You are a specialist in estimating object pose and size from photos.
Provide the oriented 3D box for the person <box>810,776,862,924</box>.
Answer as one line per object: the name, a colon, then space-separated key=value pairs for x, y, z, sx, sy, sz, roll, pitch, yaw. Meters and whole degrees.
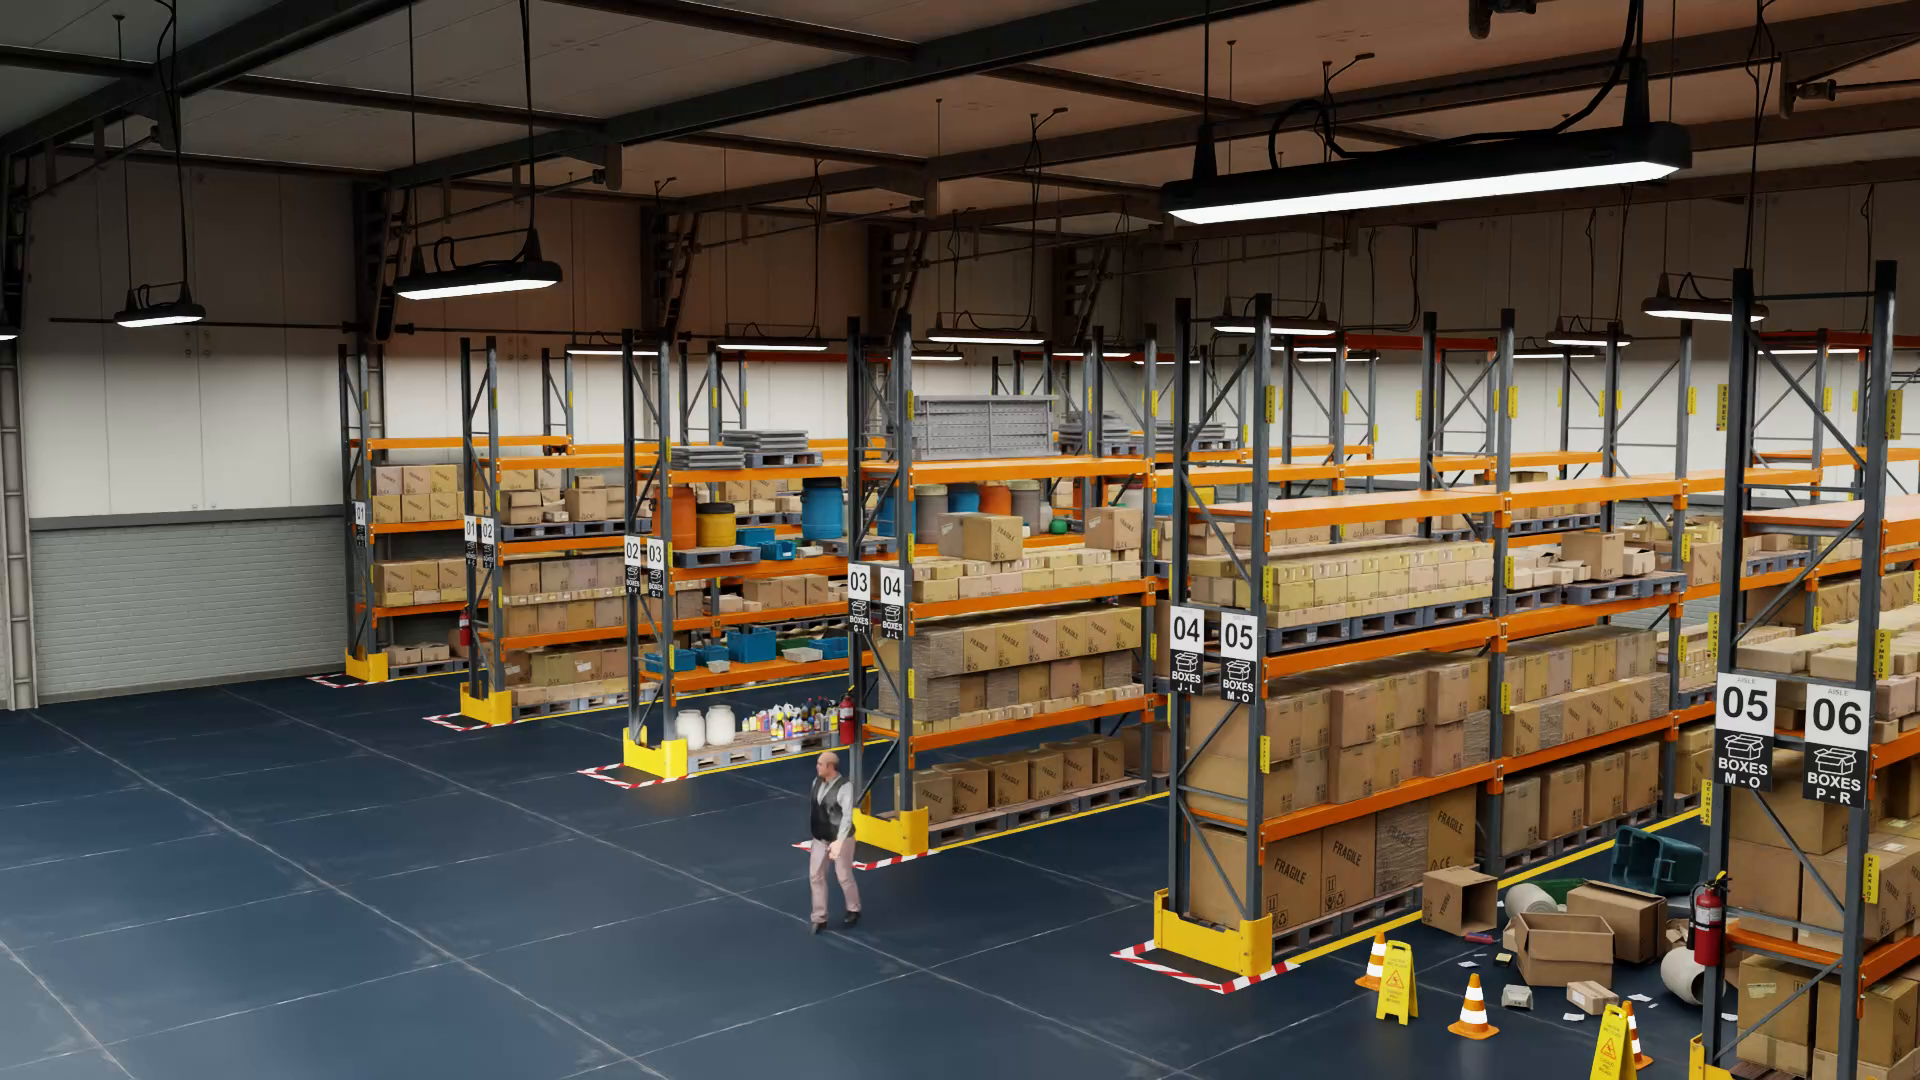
person: x=-1.199 y=2.954 z=16.028 sx=0.447 sy=1.428 sz=0.589 roll=3 pitch=6 yaw=34

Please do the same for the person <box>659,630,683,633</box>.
person: x=-5.422 y=1.451 z=31.209 sx=0.551 sy=1.700 sz=0.580 roll=3 pitch=6 yaw=27
